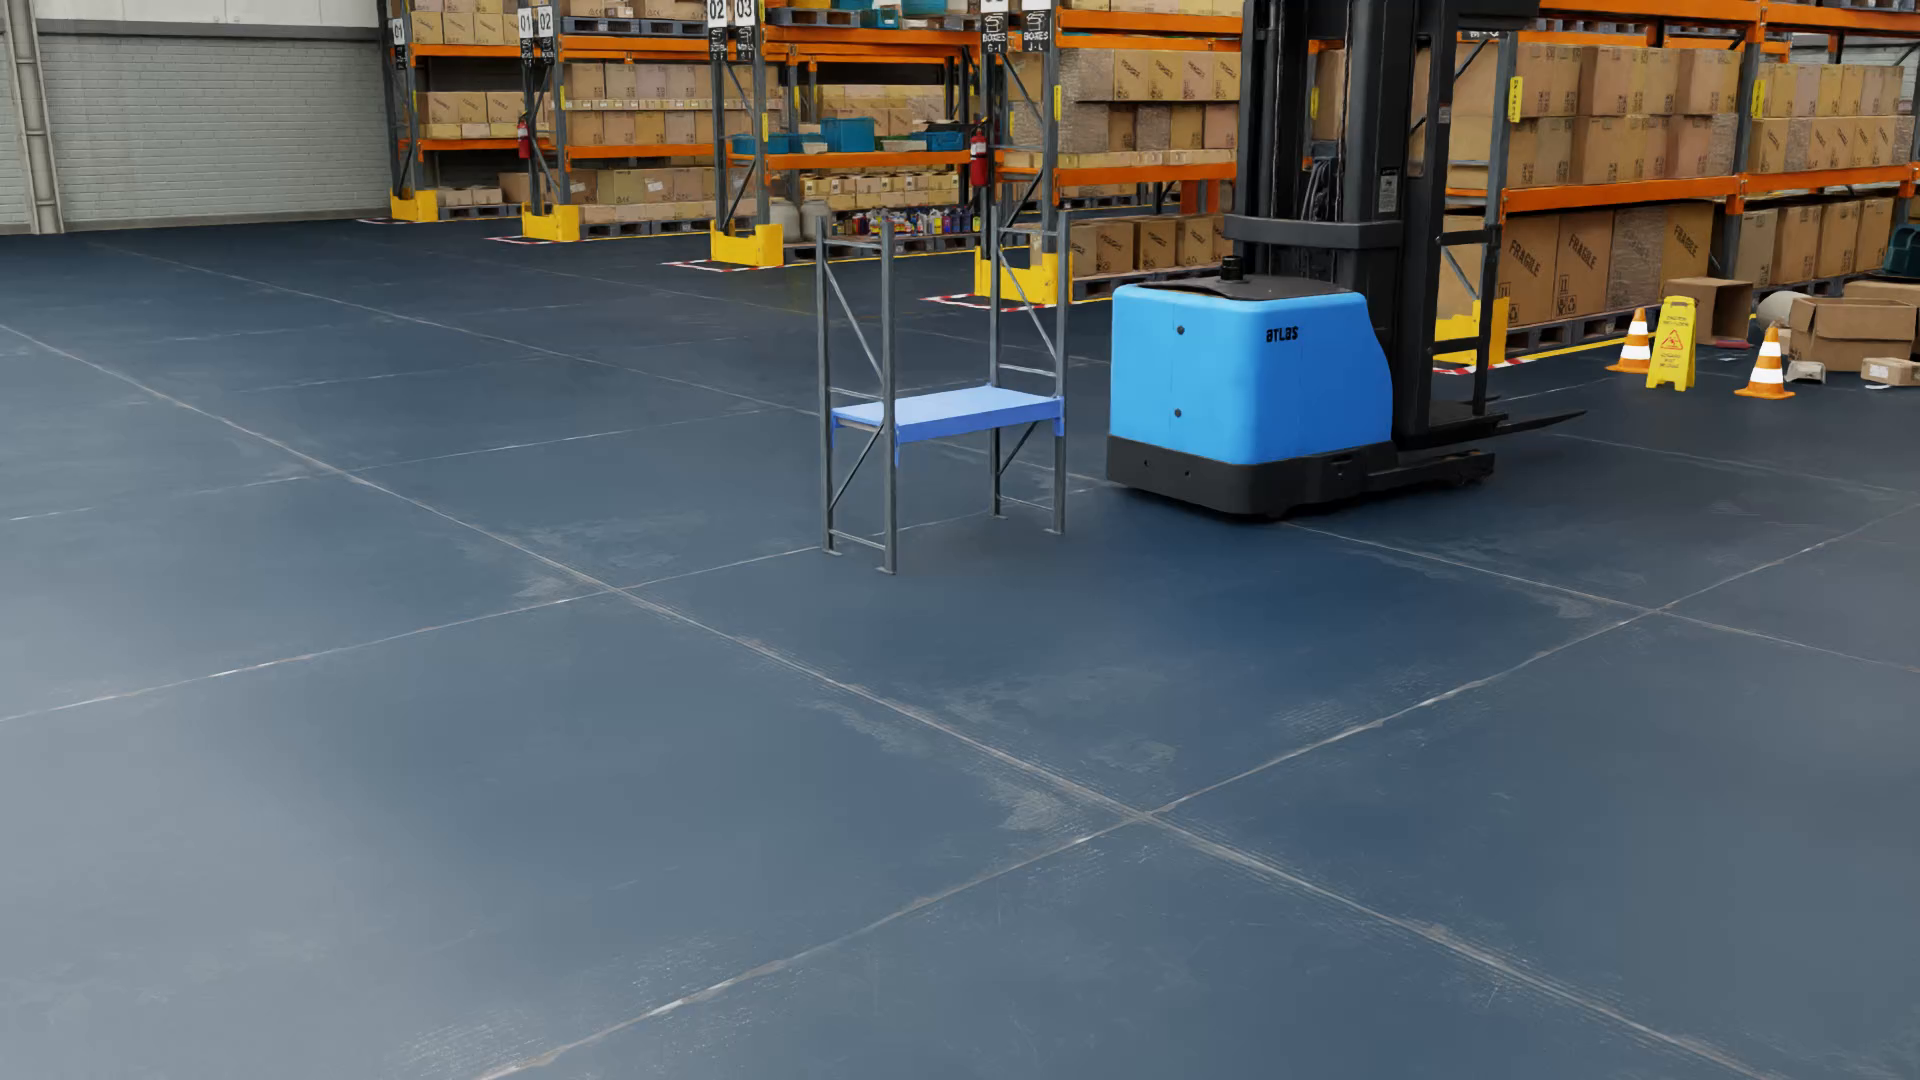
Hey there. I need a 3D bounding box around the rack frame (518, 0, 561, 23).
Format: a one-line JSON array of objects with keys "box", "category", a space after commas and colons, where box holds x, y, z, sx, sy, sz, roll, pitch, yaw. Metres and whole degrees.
[{"box": [-5.917, -8.733, 23.006, 0.127, 3.000, 1.000, -13, 19, -39], "category": "rack frame"}]

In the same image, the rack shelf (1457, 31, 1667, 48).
[{"box": [8.127, -6.701, 22.606, 4.000, 0.370, 1.077, -13, 19, -39], "category": "rack shelf"}]

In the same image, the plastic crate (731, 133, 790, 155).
[{"box": [-2.487, -4.941, 20.722, 0.616, 0.251, 0.499, -13, 19, -39], "category": "plastic crate"}]

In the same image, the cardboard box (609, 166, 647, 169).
[{"box": [-4.963, -5.392, 25.186, 0.500, 0.500, 0.500, -13, 19, -39], "category": "cardboard box"}]

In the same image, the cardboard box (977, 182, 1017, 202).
[{"box": [0.649, -6.216, 29.200, 0.500, 0.500, 0.500, -12, 19, -37], "category": "cardboard box"}]

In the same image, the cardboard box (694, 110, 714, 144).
[{"box": [-4.005, -6.309, 25.364, 0.500, 0.500, 0.700, -12, 19, -39], "category": "cardboard box"}]

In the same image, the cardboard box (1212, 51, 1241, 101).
[{"box": [2.687, -4.959, 17.794, 0.500, 0.500, 0.500, -13, 19, -39], "category": "cardboard box"}]

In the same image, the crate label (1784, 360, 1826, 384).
[{"box": [6.133, -1.221, 12.055, 0.250, 0.136, 0.298, 5, 16, 18], "category": "crate label"}]

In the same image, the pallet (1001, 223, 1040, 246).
[{"box": [0.916, -4.341, 23.591, 1.213, 0.211, 1.003, -13, 19, -39], "category": "pallet"}]

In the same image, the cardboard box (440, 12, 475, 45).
[{"box": [-8.327, -8.397, 27.330, 0.500, 0.500, 0.500, -11, 19, -36], "category": "cardboard box"}]

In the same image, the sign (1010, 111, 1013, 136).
[{"box": [0.702, -5.572, 22.261, 0.005, 0.325, 0.100, -13, 19, -39], "category": "sign"}]

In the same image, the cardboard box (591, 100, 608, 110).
[{"box": [-5.282, -6.266, 23.945, 0.250, 0.149, 0.380, -13, 20, -41], "category": "cardboard box"}]

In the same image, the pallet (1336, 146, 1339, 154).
[{"box": [5.151, -4.825, 20.371, 1.213, 0.211, 1.003, -13, 19, -39], "category": "pallet"}]

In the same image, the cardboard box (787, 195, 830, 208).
[{"box": [-2.433, -5.407, 26.693, 0.500, 0.250, 0.500, -13, 20, -41], "category": "cardboard box"}]

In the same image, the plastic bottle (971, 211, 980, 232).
[{"box": [0.203, -4.302, 22.453, 0.133, 0.283, 0.061, -11, 19, -37], "category": "plastic bottle"}]

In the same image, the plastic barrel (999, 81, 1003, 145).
[{"box": [0.839, -5.796, 22.664, 0.708, 0.901, 0.600, -13, 19, -39], "category": "plastic barrel"}]

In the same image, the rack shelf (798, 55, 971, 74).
[{"box": [-1.628, -9.594, 33.436, 4.000, 0.370, 1.077, -13, 19, -39], "category": "rack shelf"}]

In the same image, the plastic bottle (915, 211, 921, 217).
[{"box": [-0.562, -4.338, 22.610, 0.097, 0.271, 0.097, 0, 15, 0], "category": "plastic bottle"}]

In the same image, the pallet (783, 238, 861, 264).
[{"box": [-2.026, -3.681, 21.121, 1.213, 0.211, 1.003, -13, 19, -39], "category": "pallet"}]

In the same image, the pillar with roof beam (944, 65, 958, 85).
[{"box": [2.667, -11.178, 32.161, 0.400, 9.000, 9.100, -13, 19, -39], "category": "pillar with roof beam"}]

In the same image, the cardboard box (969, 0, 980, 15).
[{"box": [0.451, -9.243, 28.597, 0.500, 0.500, 0.500, -13, 19, -39], "category": "cardboard box"}]

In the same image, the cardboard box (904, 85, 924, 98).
[{"box": [-1.080, -9.095, 33.725, 0.500, 0.250, 0.500, -12, 19, -38], "category": "cardboard box"}]

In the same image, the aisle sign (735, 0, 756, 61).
[{"box": [-2.530, -6.056, 19.573, 0.004, 0.787, 0.394, -13, 19, -39], "category": "aisle sign"}]

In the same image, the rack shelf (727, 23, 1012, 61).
[{"box": [-1.160, -6.310, 21.142, 4.000, 0.370, 1.077, -13, 19, -39], "category": "rack shelf"}]

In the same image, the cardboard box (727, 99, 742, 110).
[{"box": [-3.545, -6.655, 25.401, 0.250, 0.149, 0.380, -13, 20, -39], "category": "cardboard box"}]

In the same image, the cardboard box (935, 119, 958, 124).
[{"box": [-0.185, -7.094, 28.667, 0.500, 0.311, 0.500, -11, 19, -36], "category": "cardboard box"}]

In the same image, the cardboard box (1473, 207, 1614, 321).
[{"box": [4.893, -2.376, 14.137, 0.875, 0.875, 0.875, -13, 20, -40], "category": "cardboard box"}]

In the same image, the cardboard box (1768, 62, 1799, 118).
[{"box": [7.537, -4.304, 15.921, 0.500, 0.500, 0.700, -13, 20, -40], "category": "cardboard box"}]

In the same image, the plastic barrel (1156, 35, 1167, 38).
[{"box": [2.931, -7.735, 24.866, 0.421, 0.512, 0.421, 0, 15, 0], "category": "plastic barrel"}]

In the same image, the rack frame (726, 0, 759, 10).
[{"box": [-2.668, -7.768, 19.394, 0.127, 3.000, 1.000, -13, 19, -39], "category": "rack frame"}]

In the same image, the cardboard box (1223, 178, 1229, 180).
[{"box": [5.168, -7.134, 33.121, 0.500, 0.250, 0.500, -13, 19, -39], "category": "cardboard box"}]

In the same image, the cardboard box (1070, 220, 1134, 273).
[{"box": [1.493, -3.111, 17.614, 0.500, 0.500, 0.500, -7, 17, -25], "category": "cardboard box"}]

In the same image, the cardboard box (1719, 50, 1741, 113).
[{"box": [6.479, -4.139, 15.048, 0.550, 0.550, 0.875, -13, 19, -39], "category": "cardboard box"}]

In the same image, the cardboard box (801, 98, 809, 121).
[{"box": [-2.953, -8.486, 32.900, 0.500, 0.500, 0.500, -12, 19, -39], "category": "cardboard box"}]

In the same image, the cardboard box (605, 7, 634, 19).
[{"box": [-4.914, -7.598, 23.971, 0.250, 0.149, 0.380, -13, 19, -39], "category": "cardboard box"}]

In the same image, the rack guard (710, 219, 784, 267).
[{"box": [-2.642, -3.684, 20.573, 0.348, 0.500, 1.175, -13, 19, -39], "category": "rack guard"}]

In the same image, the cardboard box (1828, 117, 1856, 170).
[{"box": [8.496, -3.941, 16.498, 0.500, 0.500, 0.500, -12, 19, -39], "category": "cardboard box"}]

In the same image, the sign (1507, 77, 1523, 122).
[{"box": [4.122, -3.270, 12.349, 0.005, 0.325, 0.100, -13, 19, -39], "category": "sign"}]

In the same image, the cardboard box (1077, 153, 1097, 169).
[{"box": [1.156, -3.824, 16.742, 0.250, 0.149, 0.380, -13, 19, -39], "category": "cardboard box"}]

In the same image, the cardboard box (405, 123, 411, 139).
[{"box": [-8.946, -6.852, 27.843, 0.500, 0.250, 0.500, -12, 19, -39], "category": "cardboard box"}]

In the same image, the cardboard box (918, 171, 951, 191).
[{"box": [-0.503, -6.109, 28.236, 0.500, 0.311, 0.500, -13, 20, -40], "category": "cardboard box"}]

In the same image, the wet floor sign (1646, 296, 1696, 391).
[{"box": [5.040, -1.395, 11.721, 0.267, 0.644, 0.232, 12, 19, 37], "category": "wet floor sign"}]

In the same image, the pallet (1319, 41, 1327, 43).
[{"box": [5.003, -7.916, 26.126, 1.213, 0.211, 1.003, -13, 19, -39], "category": "pallet"}]

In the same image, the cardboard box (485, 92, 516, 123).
[{"box": [-7.841, -7.288, 28.021, 0.500, 0.500, 0.500, -13, 20, -41], "category": "cardboard box"}]

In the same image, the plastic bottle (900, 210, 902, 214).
[{"box": [-0.827, -4.340, 22.595, 0.133, 0.283, 0.061, -12, 19, -37], "category": "plastic bottle"}]

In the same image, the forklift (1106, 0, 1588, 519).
[{"box": [2.251, -1.796, 8.793, 3.031, 2.935, 1.130, -11, 18, -35], "category": "forklift"}]

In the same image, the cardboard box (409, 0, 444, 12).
[{"box": [-8.722, -8.806, 26.924, 0.500, 0.500, 0.500, 14, 21, 43], "category": "cardboard box"}]

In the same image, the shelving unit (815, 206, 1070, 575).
[{"box": [-0.064, -0.710, 7.502, 1.048, 1.500, 0.538, -13, 19, -39], "category": "shelving unit"}]

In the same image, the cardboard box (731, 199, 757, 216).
[{"box": [-3.490, -5.183, 25.854, 0.500, 0.250, 0.500, -13, 19, -39], "category": "cardboard box"}]

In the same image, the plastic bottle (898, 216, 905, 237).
[{"box": [-0.762, -4.085, 21.667, 0.097, 0.271, 0.097, 0, 15, 0], "category": "plastic bottle"}]

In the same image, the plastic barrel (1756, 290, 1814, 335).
[{"box": [6.931, -1.865, 13.911, 0.421, 0.421, 0.512, 0, 15, -1], "category": "plastic barrel"}]

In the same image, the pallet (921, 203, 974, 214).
[{"box": [-0.529, -5.711, 28.720, 1.213, 0.211, 1.003, -13, 19, -39], "category": "pallet"}]

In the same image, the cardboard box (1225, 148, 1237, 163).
[{"box": [2.818, -4.216, 18.208, 0.250, 0.149, 0.380, -13, 19, -39], "category": "cardboard box"}]

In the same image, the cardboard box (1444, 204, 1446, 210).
[{"box": [5.716, -4.052, 21.097, 0.700, 0.500, 0.500, 14, 20, 42], "category": "cardboard box"}]

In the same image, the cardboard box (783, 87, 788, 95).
[{"box": [-3.377, -8.663, 32.068, 0.380, 0.149, 0.250, 13, 20, 40], "category": "cardboard box"}]
